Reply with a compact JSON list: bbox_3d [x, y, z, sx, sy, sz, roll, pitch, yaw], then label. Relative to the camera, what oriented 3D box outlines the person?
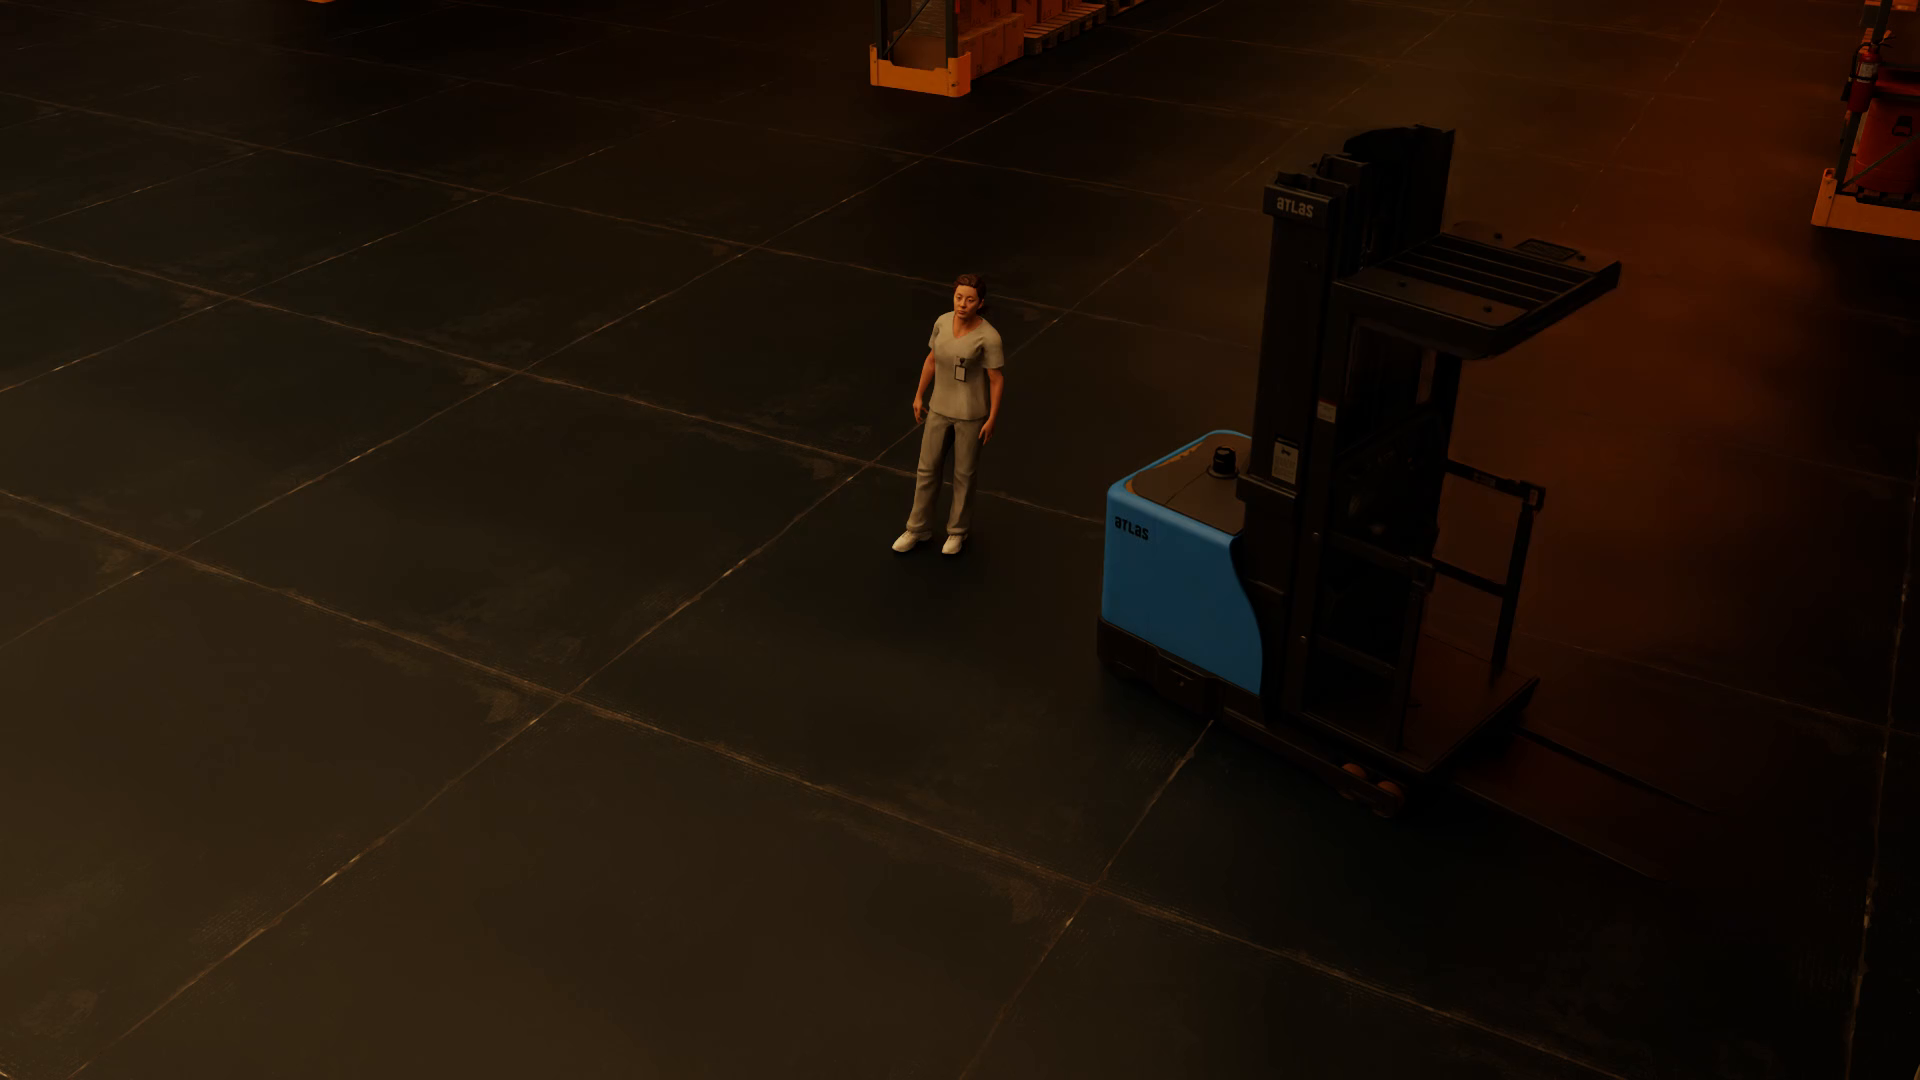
[{"bbox_3d":[-0.048,-0.703,9.530,0.550,1.673,0.548,15,33,25],"label":"person"}]

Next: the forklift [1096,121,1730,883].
[{"bbox_3d":[2.133,-0.270,7.538,3.031,2.935,1.130,26,39,37],"label":"forklift"}]
